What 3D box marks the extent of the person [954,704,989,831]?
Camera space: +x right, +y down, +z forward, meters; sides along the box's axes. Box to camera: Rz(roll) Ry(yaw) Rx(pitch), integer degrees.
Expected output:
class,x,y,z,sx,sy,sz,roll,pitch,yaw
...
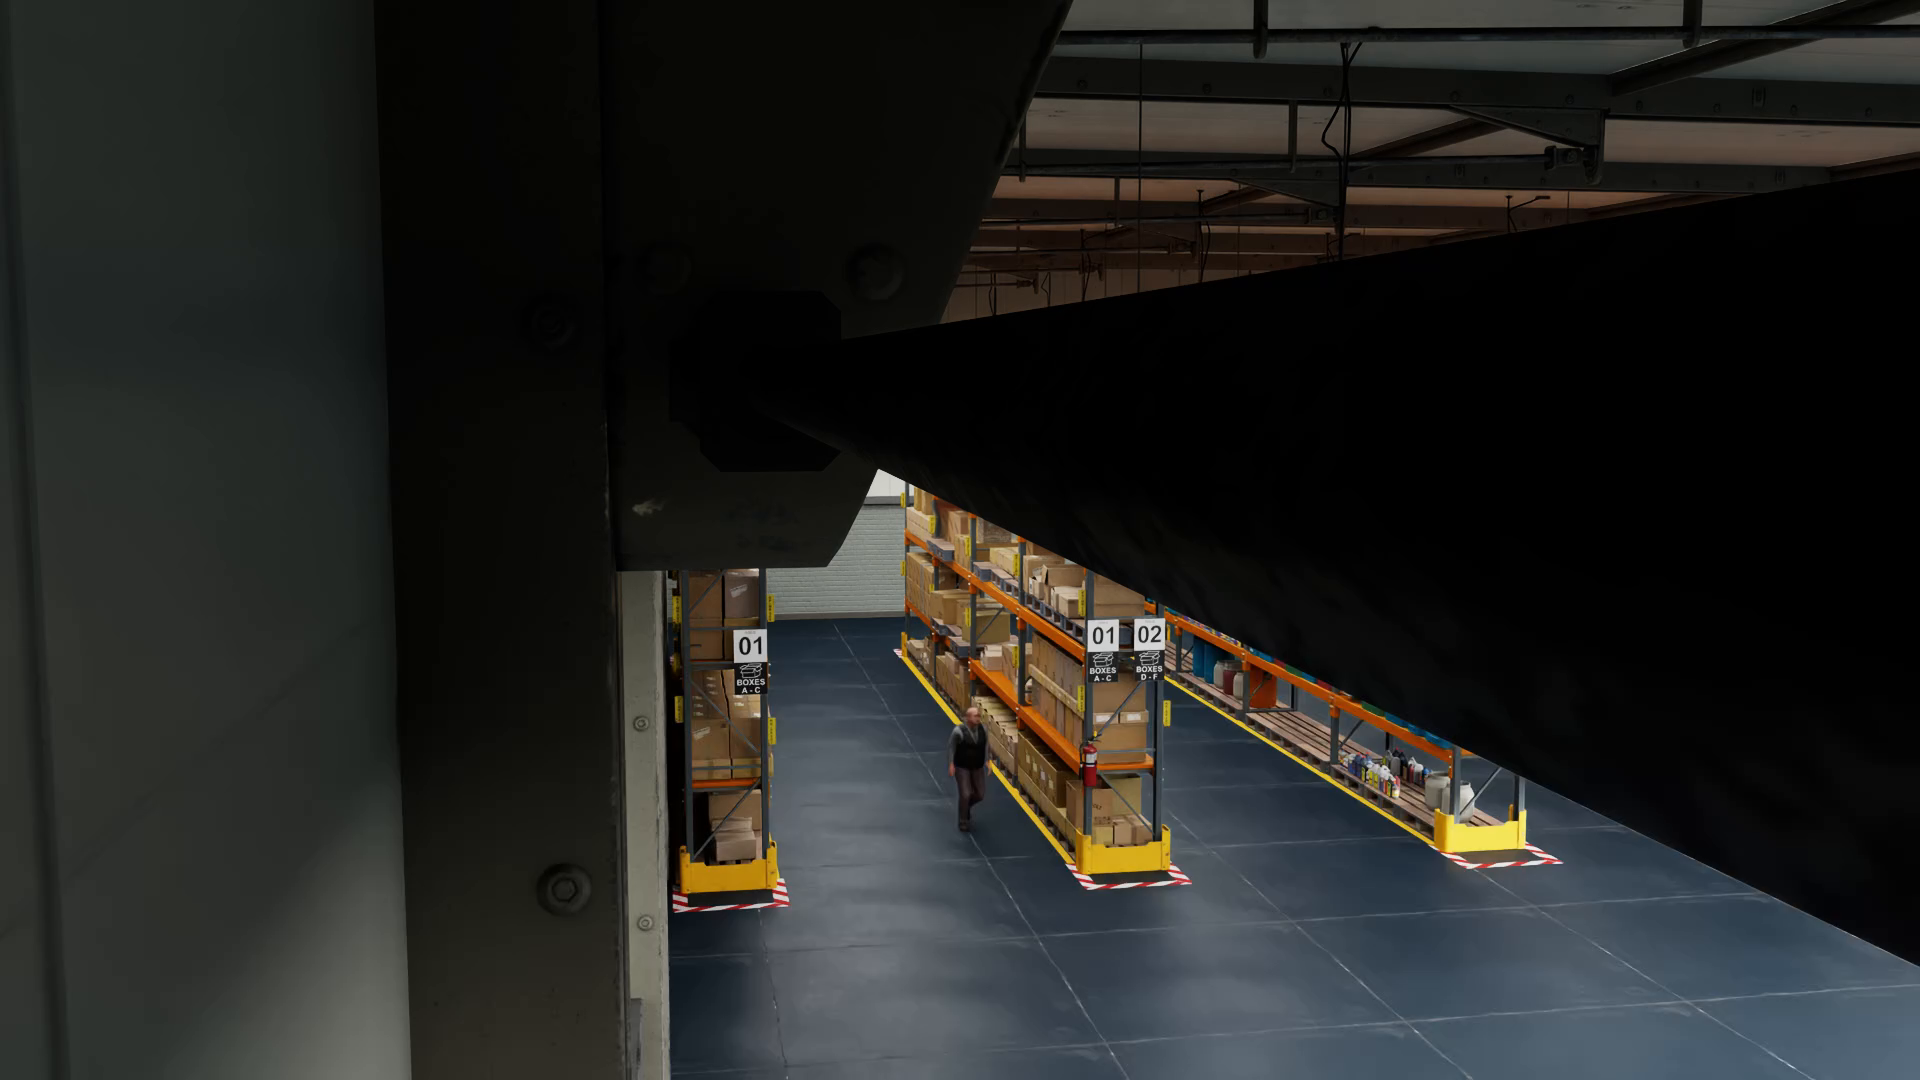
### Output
class,x,y,z,sx,sy,sz,roll,pitch,yaw
person,0.129,3.117,22.861,0.425,1.748,0.616,3,7,26
